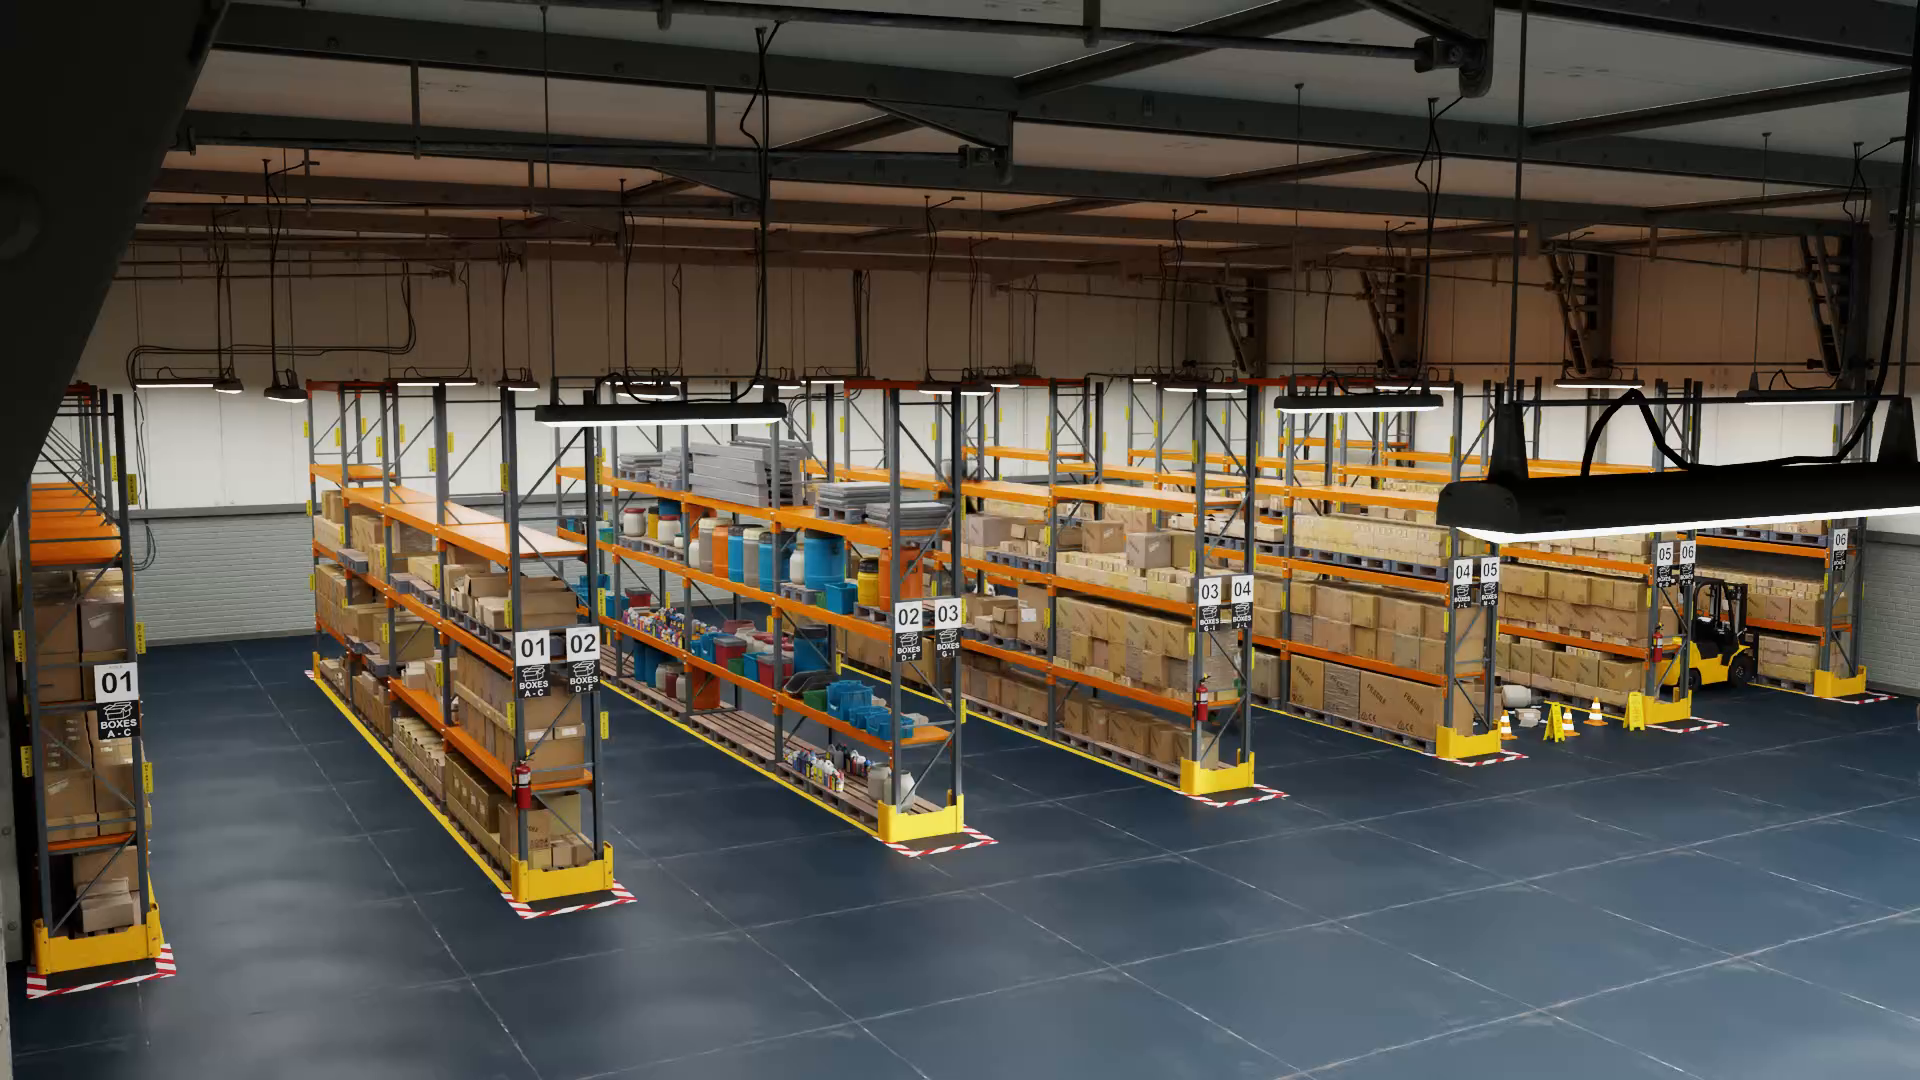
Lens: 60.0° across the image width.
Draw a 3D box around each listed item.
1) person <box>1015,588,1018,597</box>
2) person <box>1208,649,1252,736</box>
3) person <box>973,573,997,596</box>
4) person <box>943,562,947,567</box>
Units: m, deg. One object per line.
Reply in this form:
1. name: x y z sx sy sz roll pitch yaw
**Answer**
1. person: 1.580 1.029 41.936 0.754 1.686 0.549 -5 8 -40
2. person: 4.654 2.419 28.538 0.669 1.812 0.892 -4 7 -34
3. person: 0.530 1.548 37.319 0.626 1.681 0.621 -2 7 -21
4. person: -0.477 1.344 38.952 0.731 1.705 0.551 -3 7 -29
